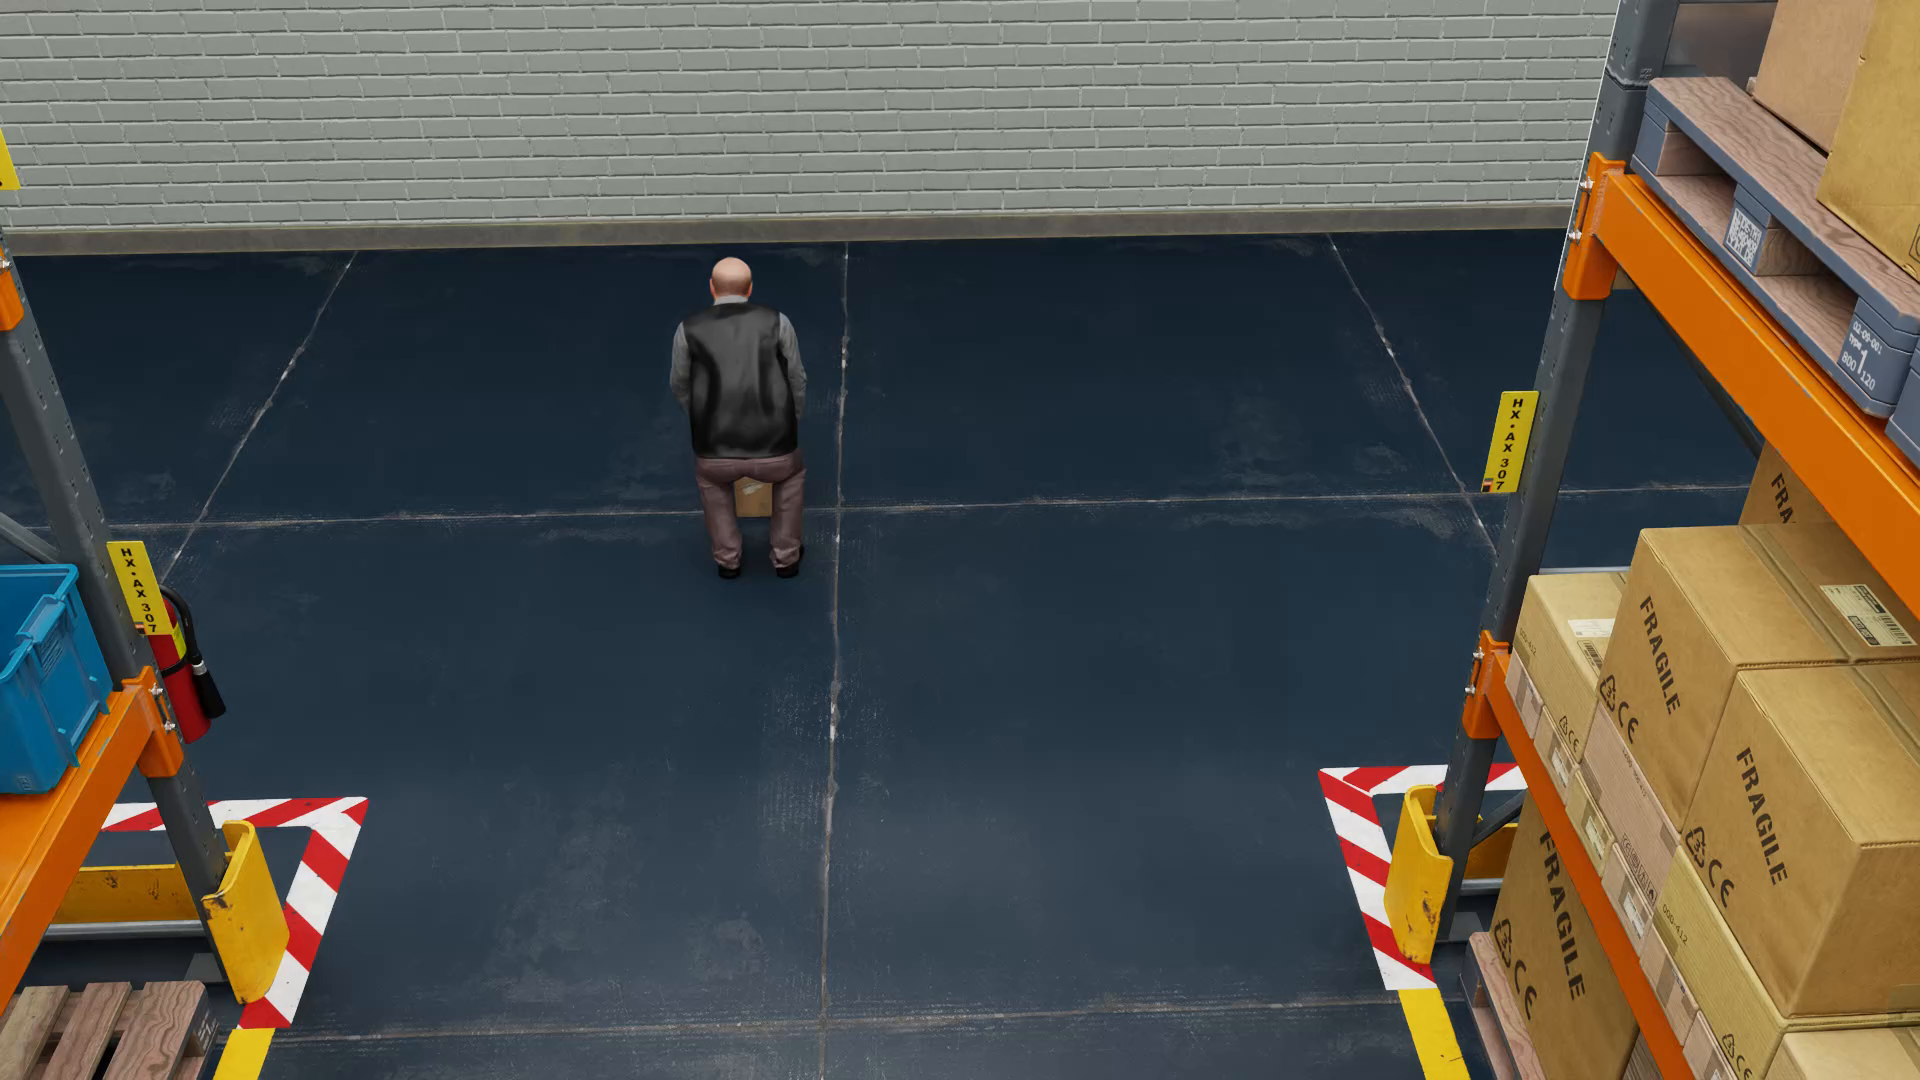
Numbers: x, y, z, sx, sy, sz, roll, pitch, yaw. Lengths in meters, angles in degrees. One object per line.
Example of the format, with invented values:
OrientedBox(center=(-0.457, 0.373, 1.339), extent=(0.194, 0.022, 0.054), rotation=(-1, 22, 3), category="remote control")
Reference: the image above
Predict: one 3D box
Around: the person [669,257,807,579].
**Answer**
OrientedBox(center=(-0.952, -0.480, 7.185), extent=(0.590, 1.345, 0.743), rotation=(-1, 35, -2), category="person")
